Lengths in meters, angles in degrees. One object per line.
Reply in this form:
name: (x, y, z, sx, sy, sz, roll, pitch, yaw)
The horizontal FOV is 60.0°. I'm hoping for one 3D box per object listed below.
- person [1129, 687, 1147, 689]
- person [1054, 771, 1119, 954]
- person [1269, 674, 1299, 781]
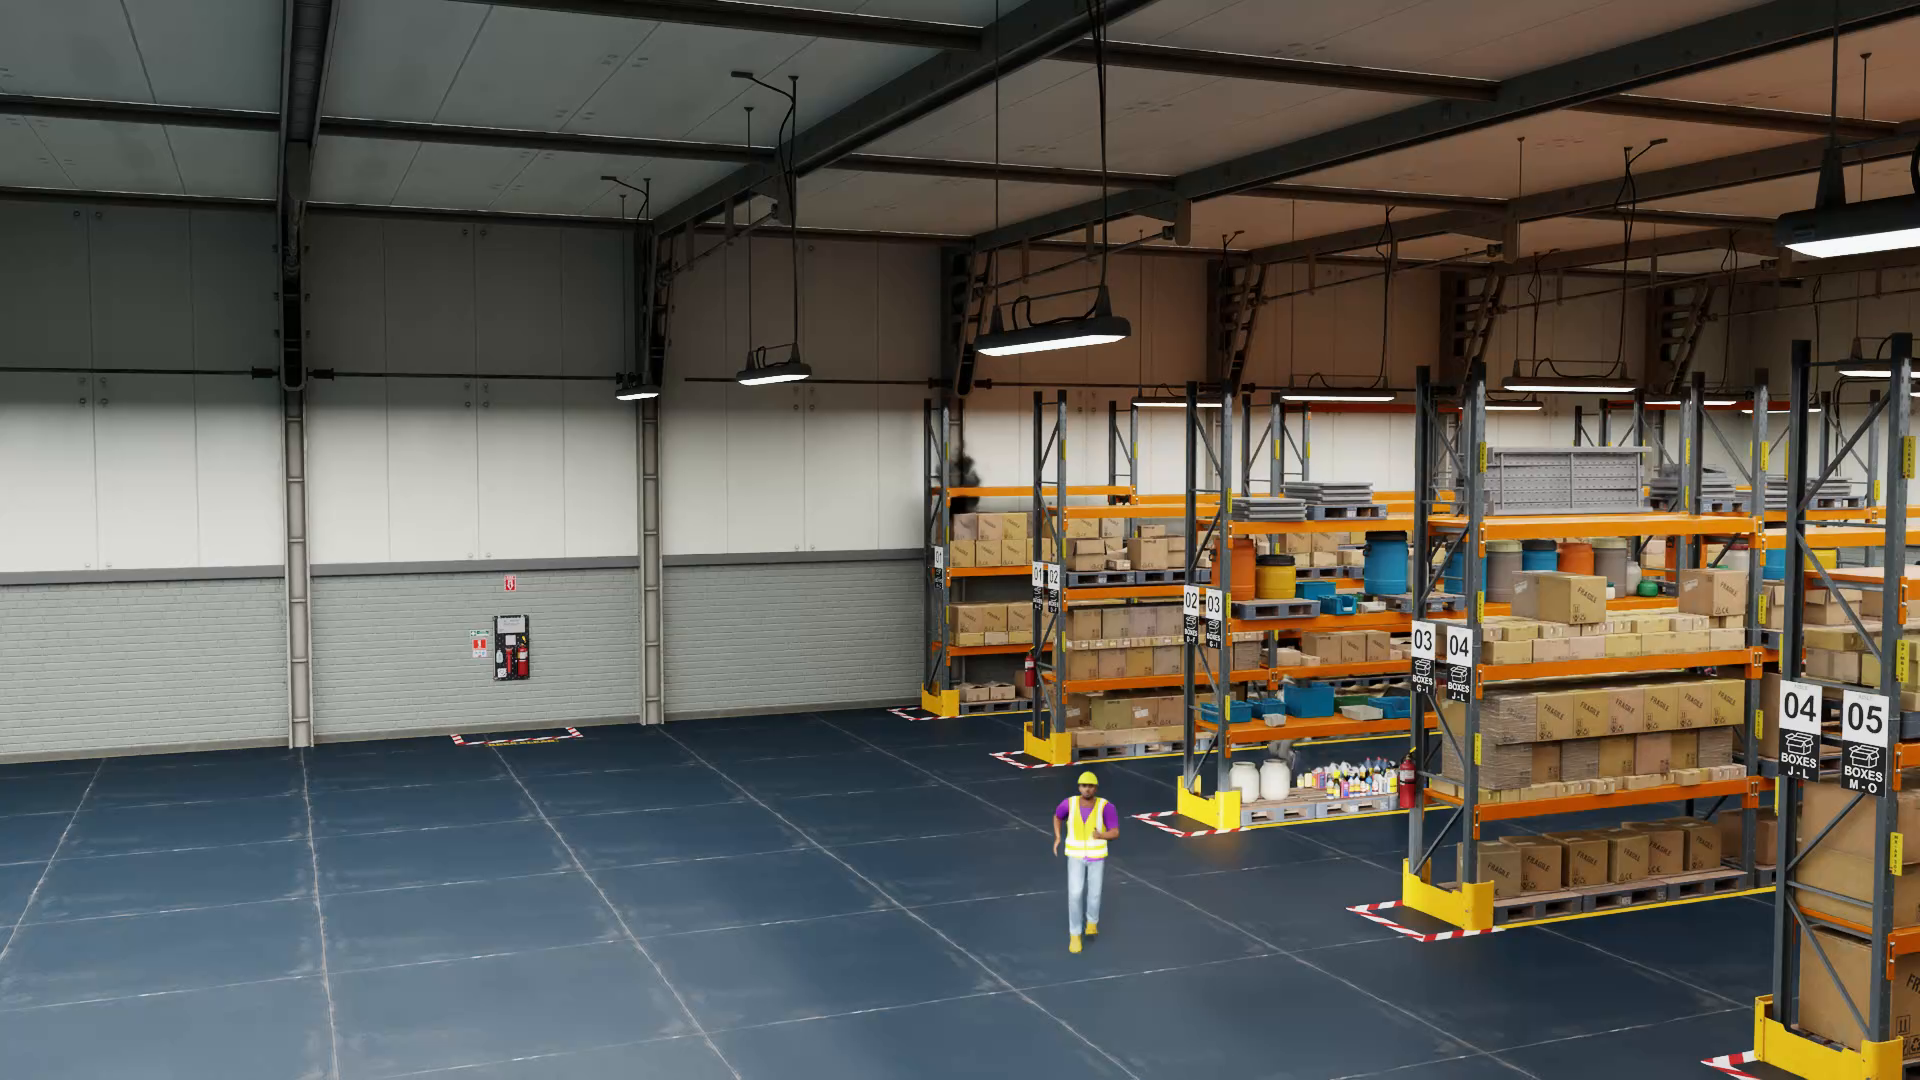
person: (3.188, 2.552, 29.629, 0.622, 1.739, 0.698, -2, 4, -27)
person: (1.294, 3.278, 17.042, 0.669, 1.828, 0.766, 0, 3, 3)
person: (4.956, 2.853, 25.255, 0.561, 1.649, 0.574, -2, 4, -33)
